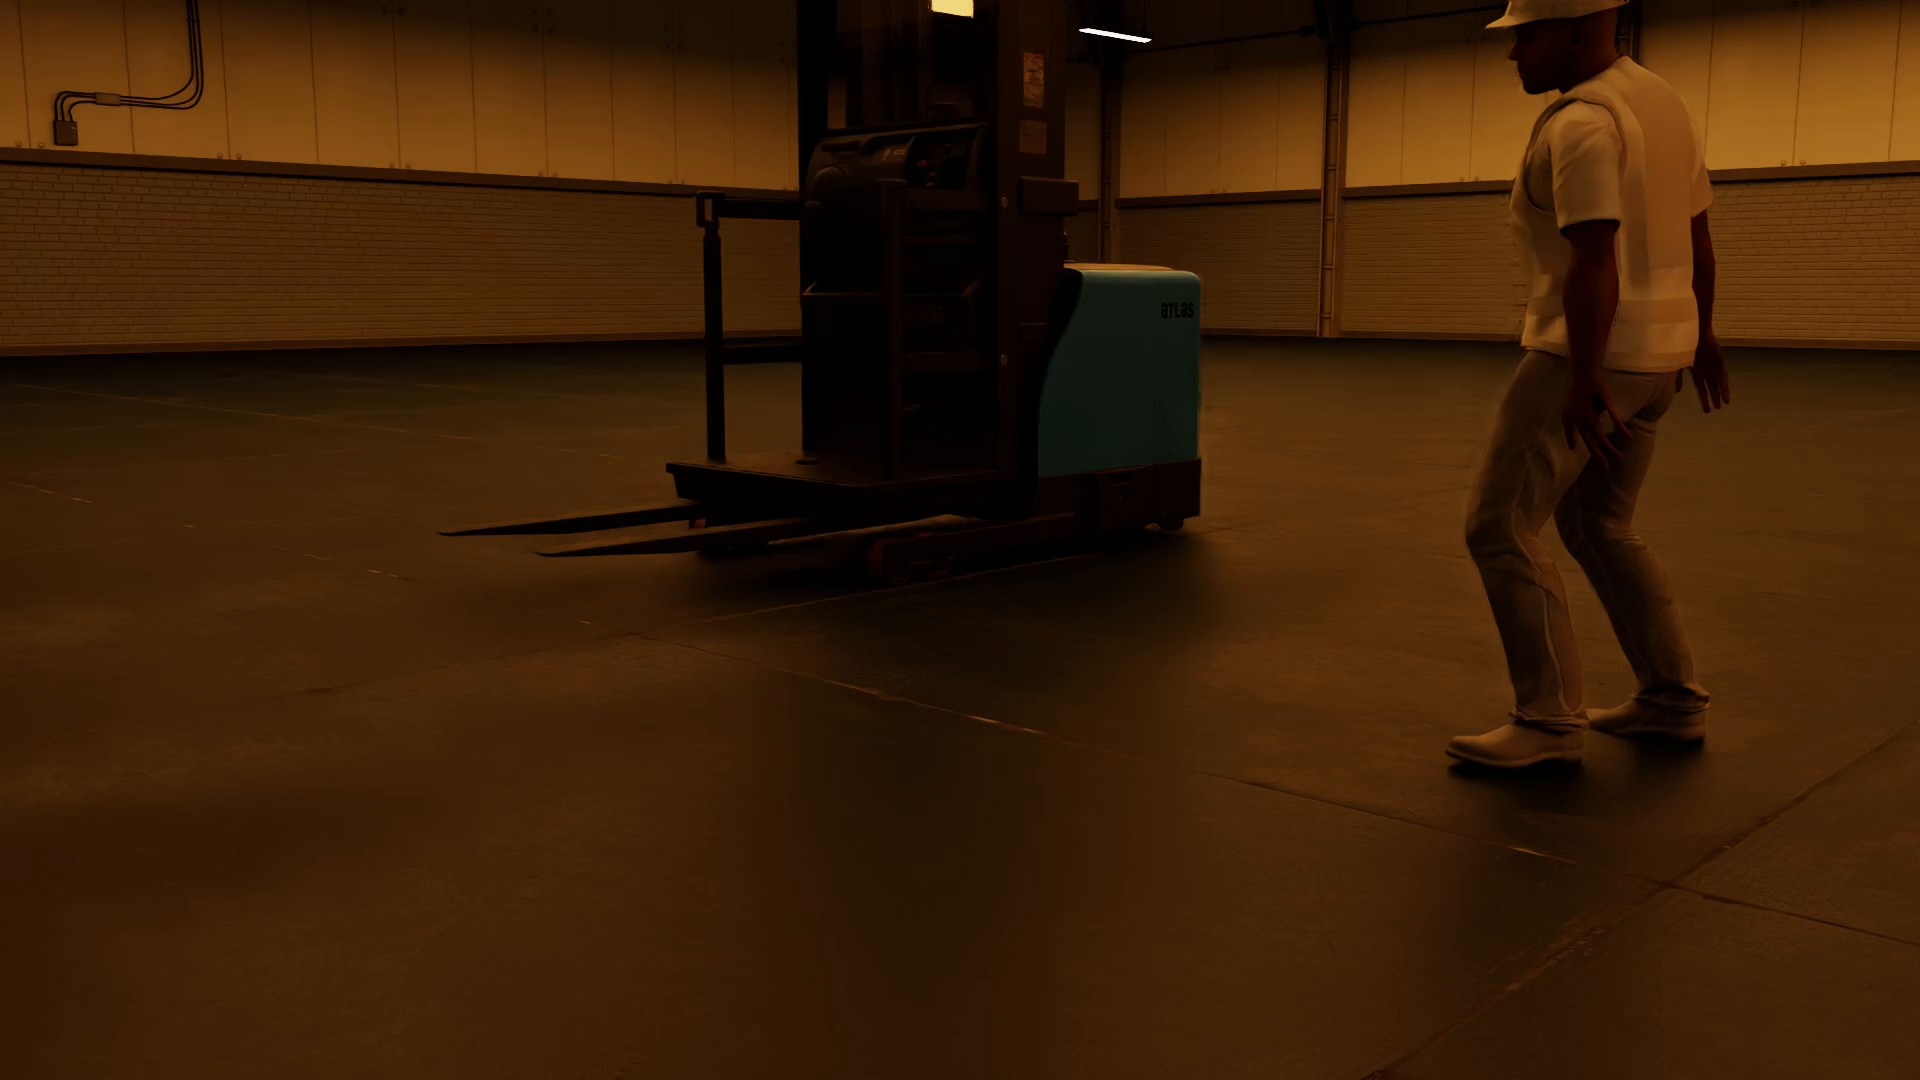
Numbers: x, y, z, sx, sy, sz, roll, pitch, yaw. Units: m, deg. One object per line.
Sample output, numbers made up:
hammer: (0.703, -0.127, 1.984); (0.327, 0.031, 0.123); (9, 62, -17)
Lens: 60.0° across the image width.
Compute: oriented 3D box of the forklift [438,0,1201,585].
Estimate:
forklift: (-0.394, -1.380, 6.036); (1.130, 2.935, 3.031); (8, 12, 44)

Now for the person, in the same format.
person: (1.404, -0.394, 3.645); (0.474, 1.732, 0.899); (8, 12, 43)
